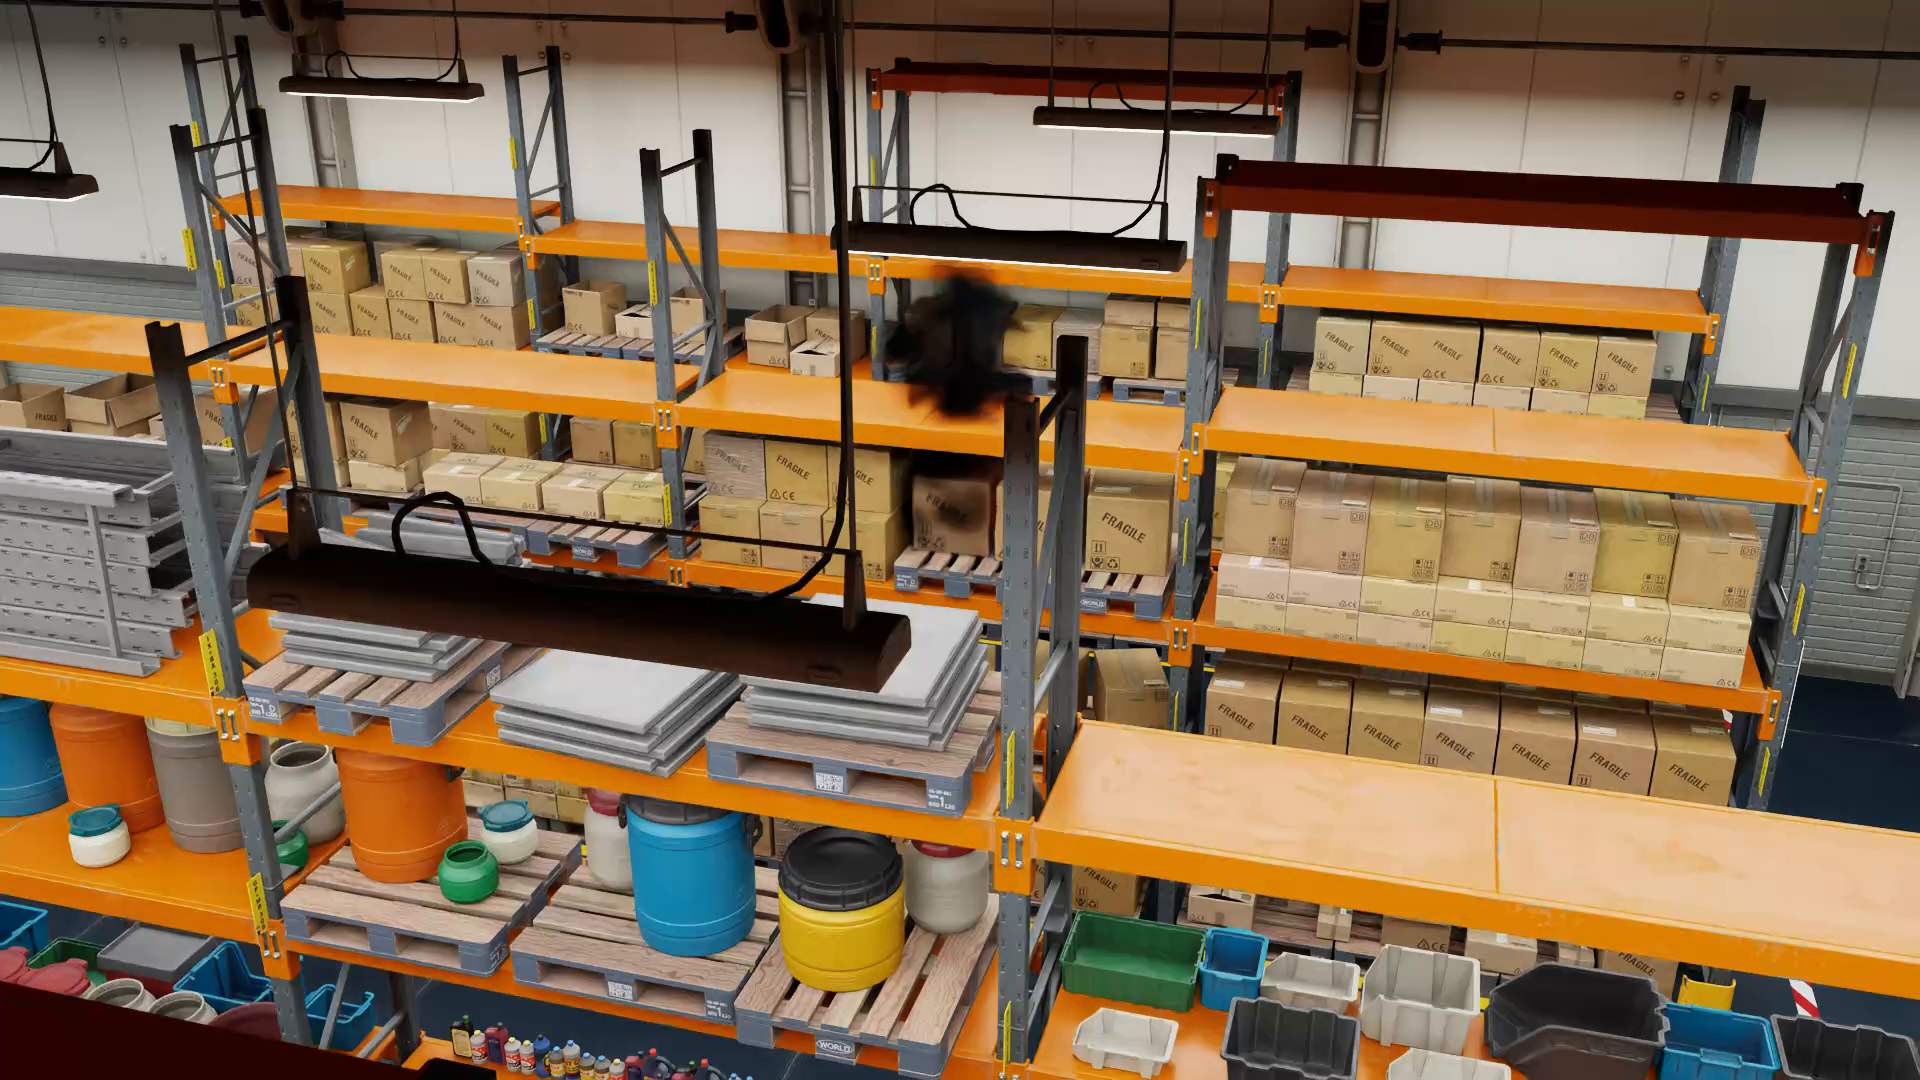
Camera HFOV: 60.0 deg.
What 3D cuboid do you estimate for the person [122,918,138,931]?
[{"bbox_3d":[-6.192,2.507,12.597,0.752,1.658,0.587,4,23,9],"label":"person"}]

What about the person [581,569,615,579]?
[{"bbox_3d":[-3.563,0.763,16.796,0.618,1.675,0.645,0,23,1],"label":"person"}]
